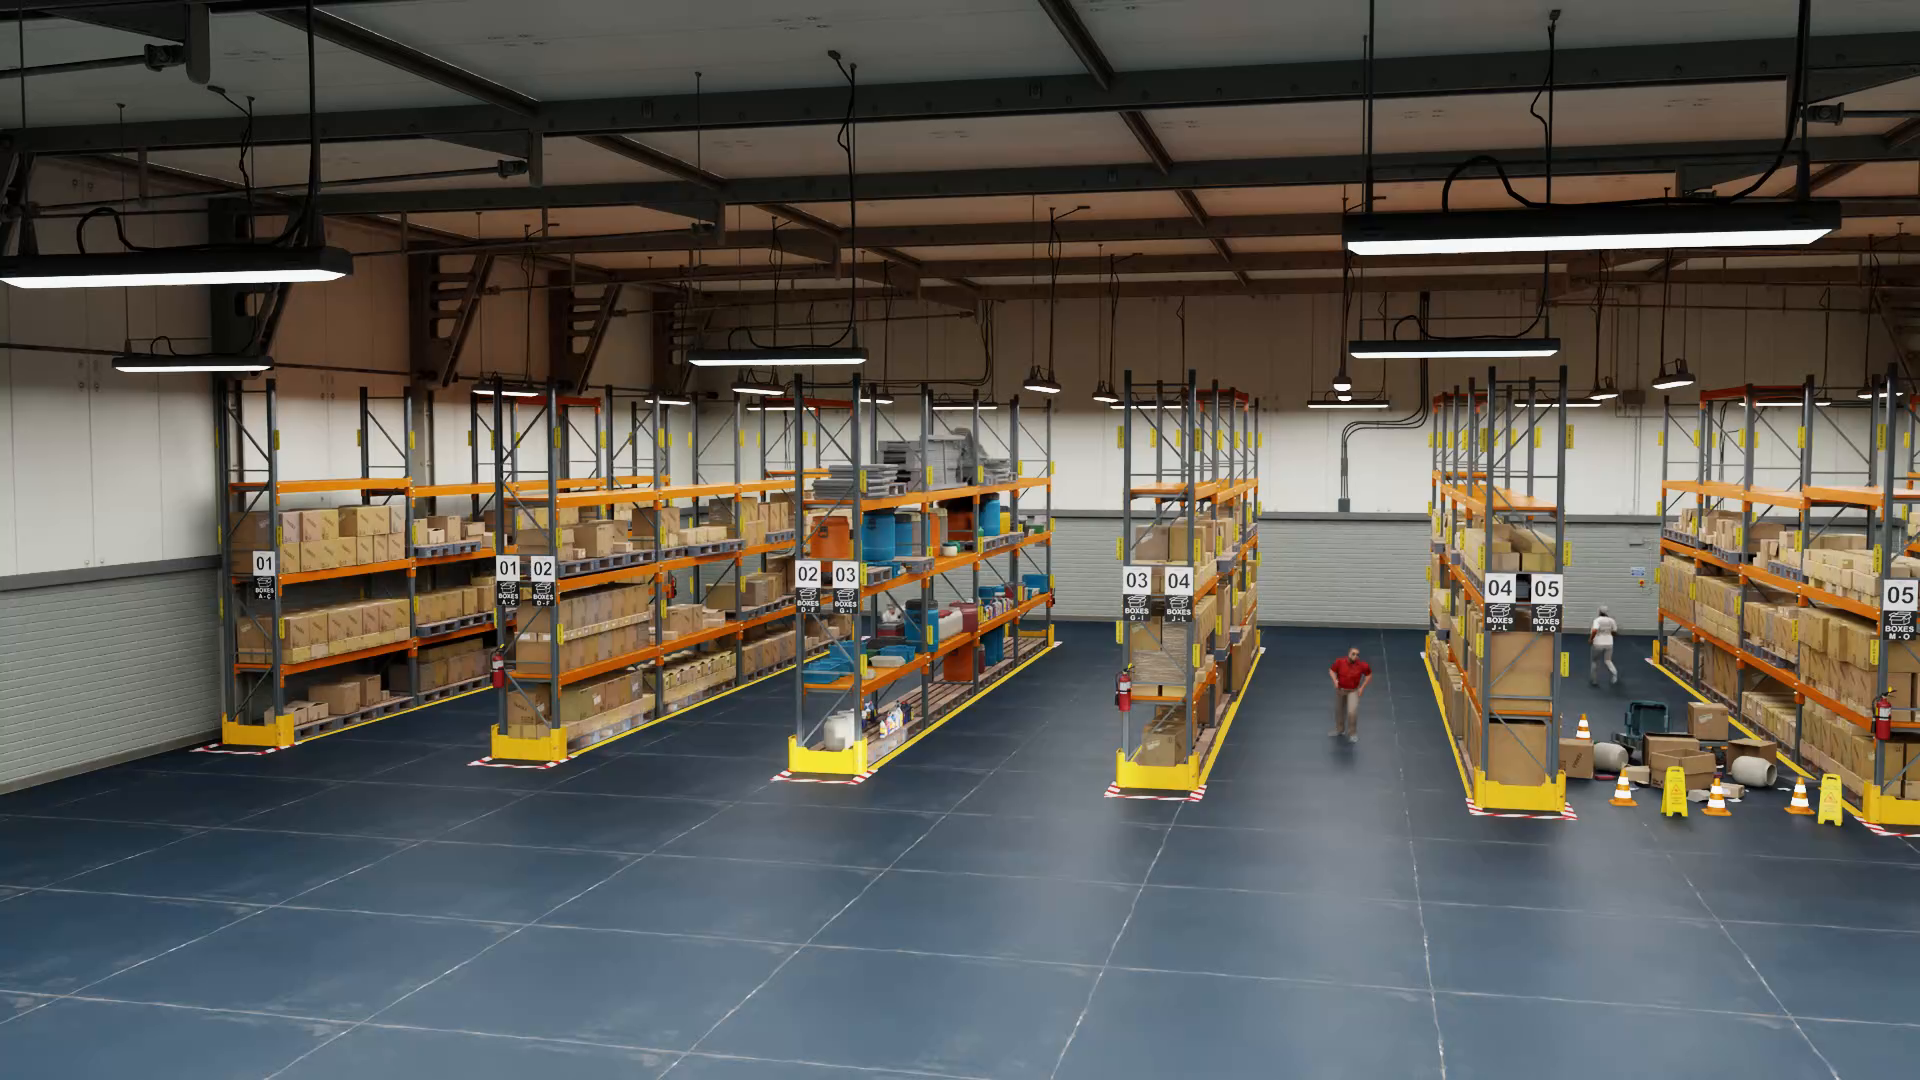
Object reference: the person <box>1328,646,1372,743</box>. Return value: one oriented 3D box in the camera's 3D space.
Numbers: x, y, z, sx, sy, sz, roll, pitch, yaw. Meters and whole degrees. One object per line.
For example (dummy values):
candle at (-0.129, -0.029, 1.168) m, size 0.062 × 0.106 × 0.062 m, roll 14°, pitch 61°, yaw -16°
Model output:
person at (6.491, 2.559, 27.798) m, size 0.750 × 1.635 × 0.805 m, roll 2°, pitch 4°, yaw 28°

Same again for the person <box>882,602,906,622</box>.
person at (-1.449, 2.058, 37.357) m, size 0.609 × 1.389 × 0.934 m, roll 0°, pitch 3°, yaw -2°

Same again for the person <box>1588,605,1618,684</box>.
person at (13.077, 2.147, 33.830) m, size 0.605 × 1.633 × 0.861 m, roll 0°, pitch 3°, yaw -4°
